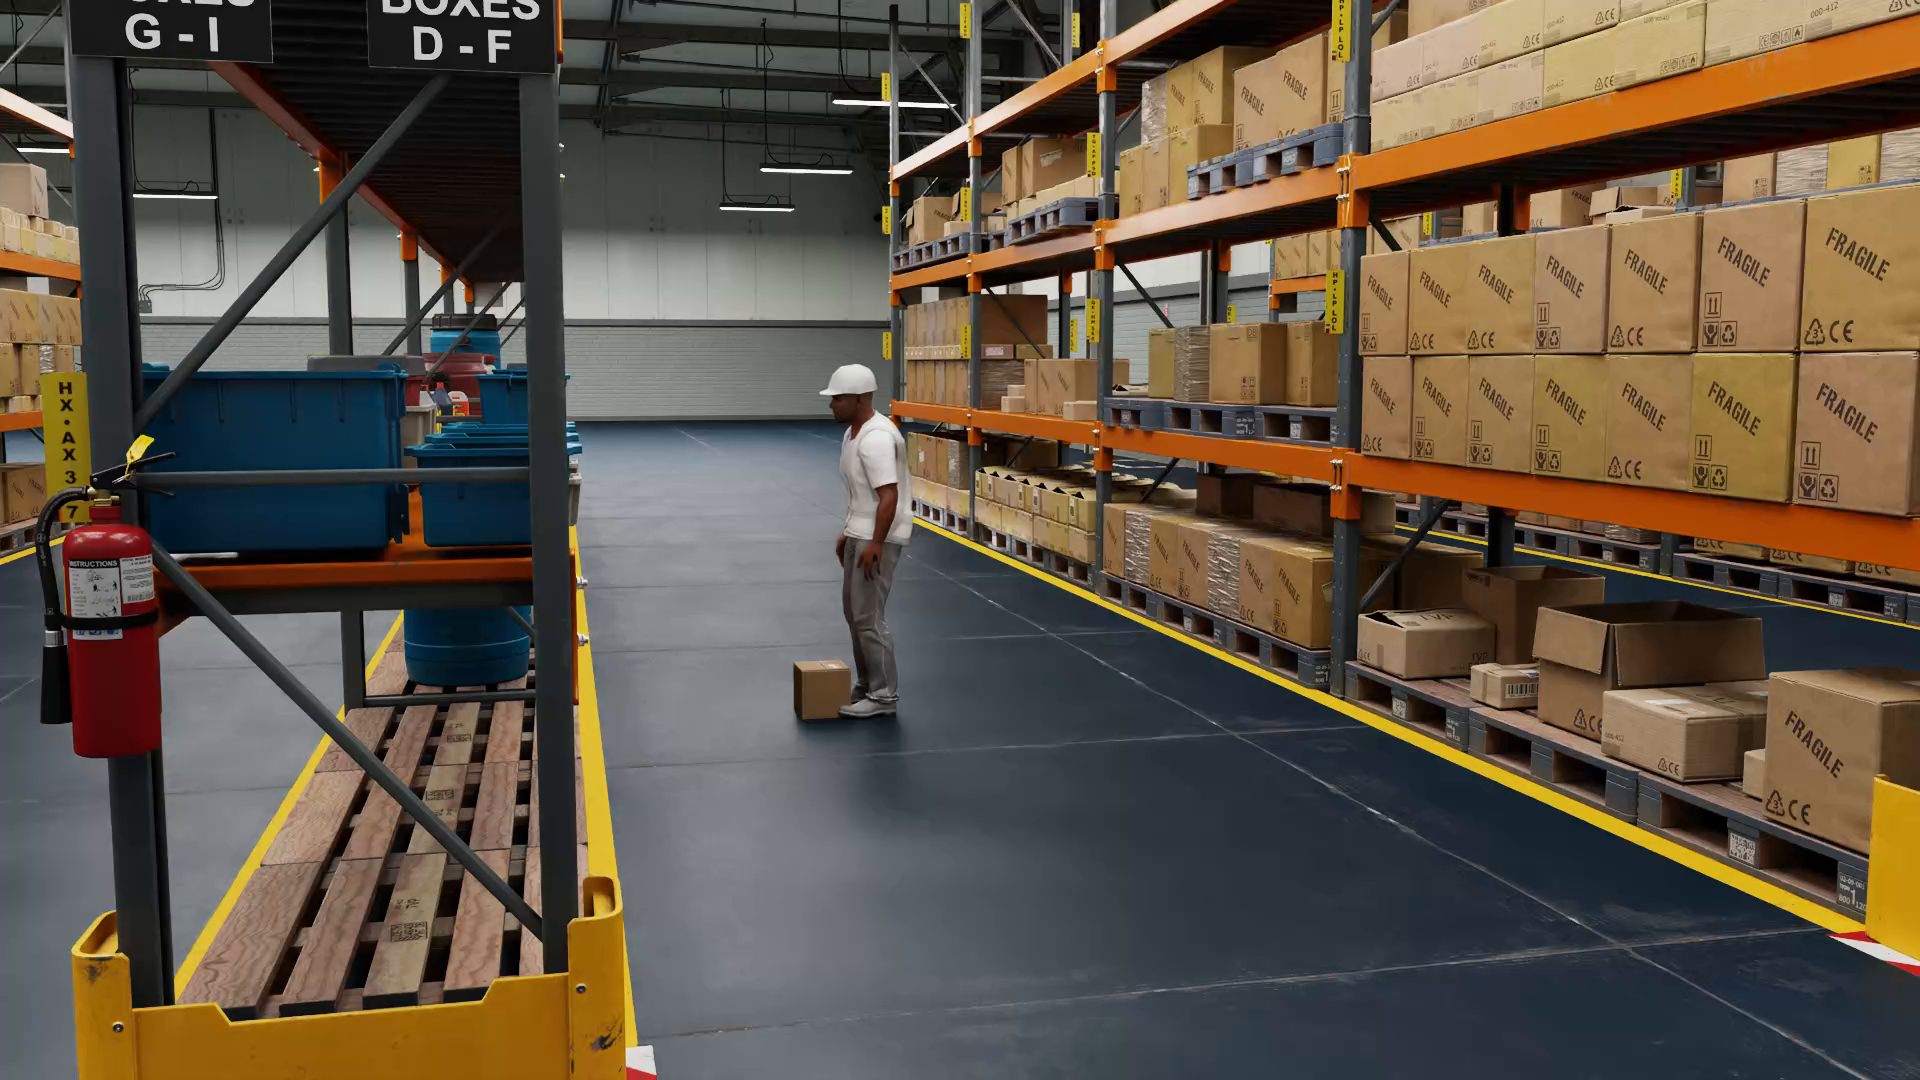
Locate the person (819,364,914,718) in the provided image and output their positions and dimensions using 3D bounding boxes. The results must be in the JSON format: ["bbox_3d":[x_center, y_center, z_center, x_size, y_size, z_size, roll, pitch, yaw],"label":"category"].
[{"bbox_3d":[-0.479,-0.001,8.380,0.458,1.761,0.638,-2,6,-16],"label":"person"}]
